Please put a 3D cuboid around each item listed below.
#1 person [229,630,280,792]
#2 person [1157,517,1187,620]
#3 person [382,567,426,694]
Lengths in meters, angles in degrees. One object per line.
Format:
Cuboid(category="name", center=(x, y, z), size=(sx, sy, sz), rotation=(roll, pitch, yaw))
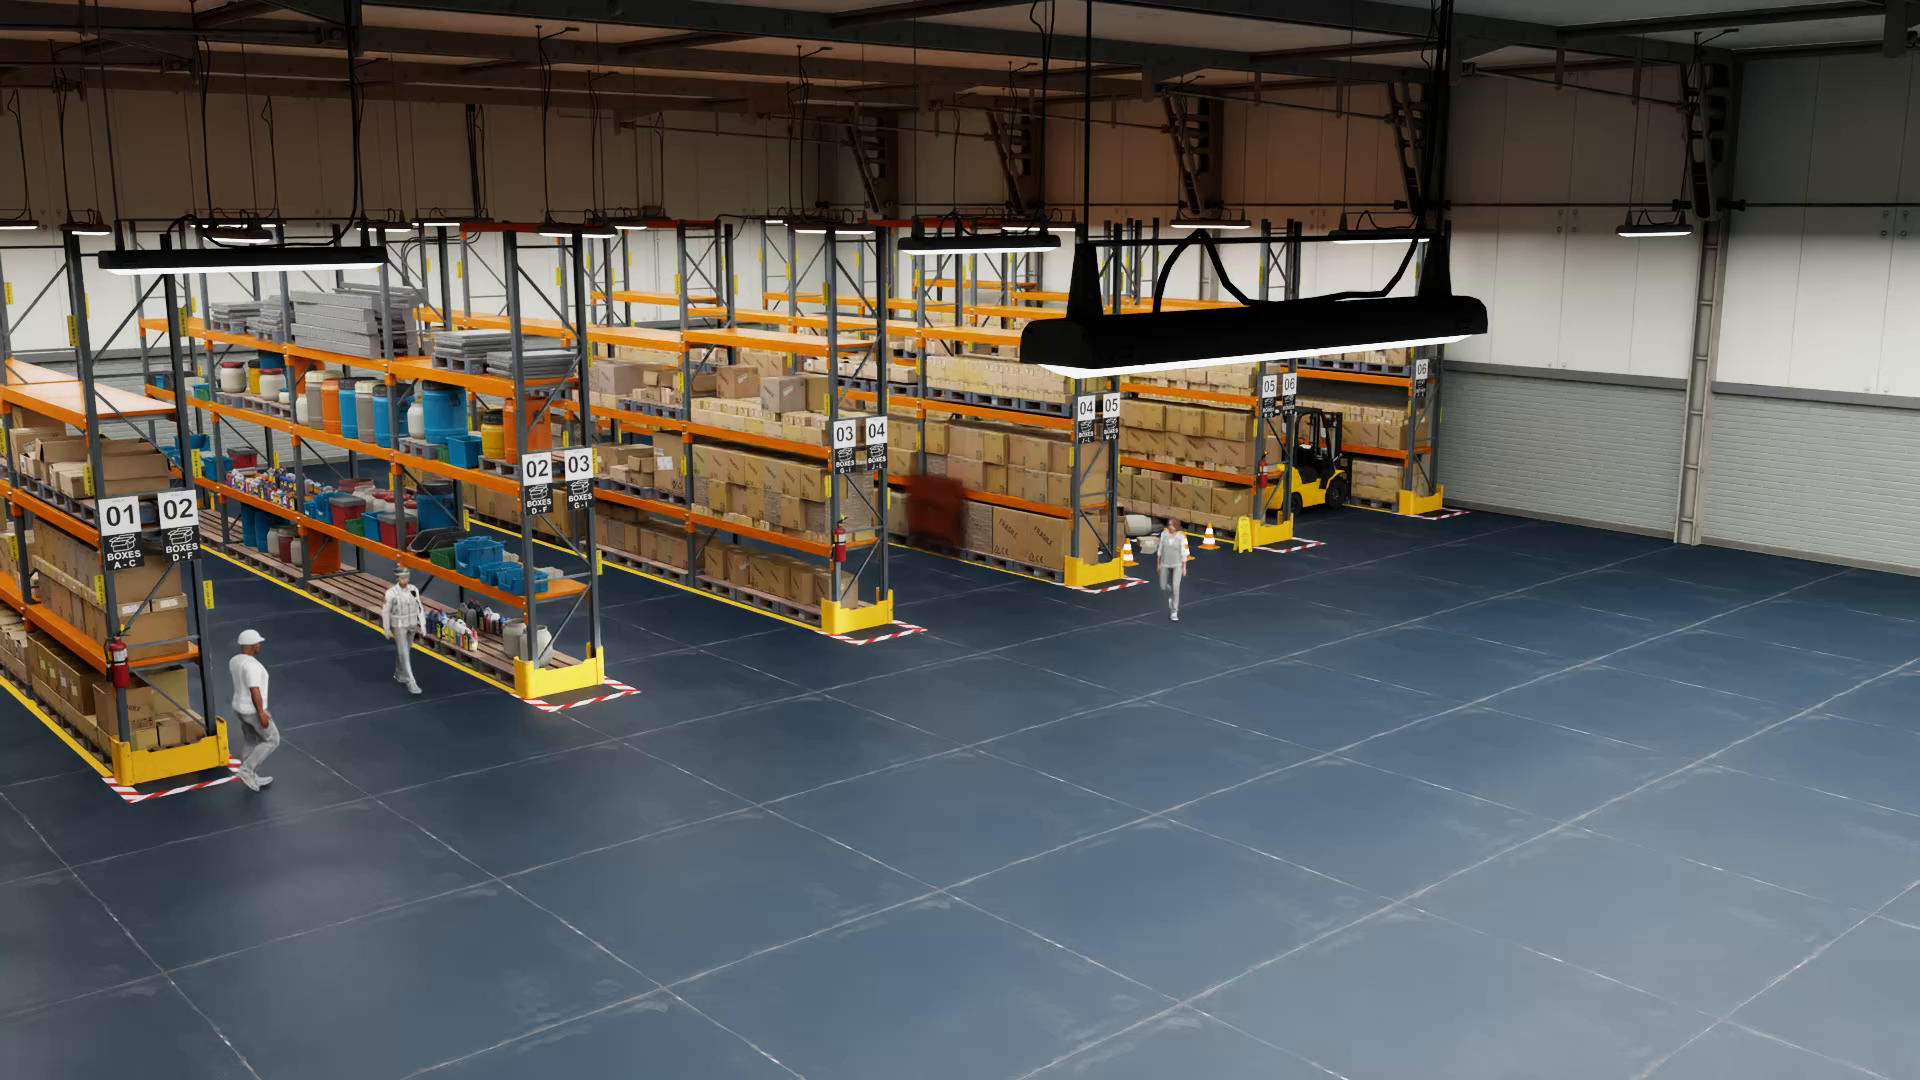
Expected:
Cuboid(category="person", center=(-7.745, 1.855, 18.135), size=(0.478, 1.764, 0.609), rotation=(-10, 15, -42))
Cuboid(category="person", center=(3.290, 0.406, 25.806), size=(0.469, 1.584, 0.694), rotation=(3, 12, 15))
Cuboid(category="person", center=(-7.292, 1.146, 21.958), size=(0.941, 1.628, 0.497), rotation=(9, 14, 37))
